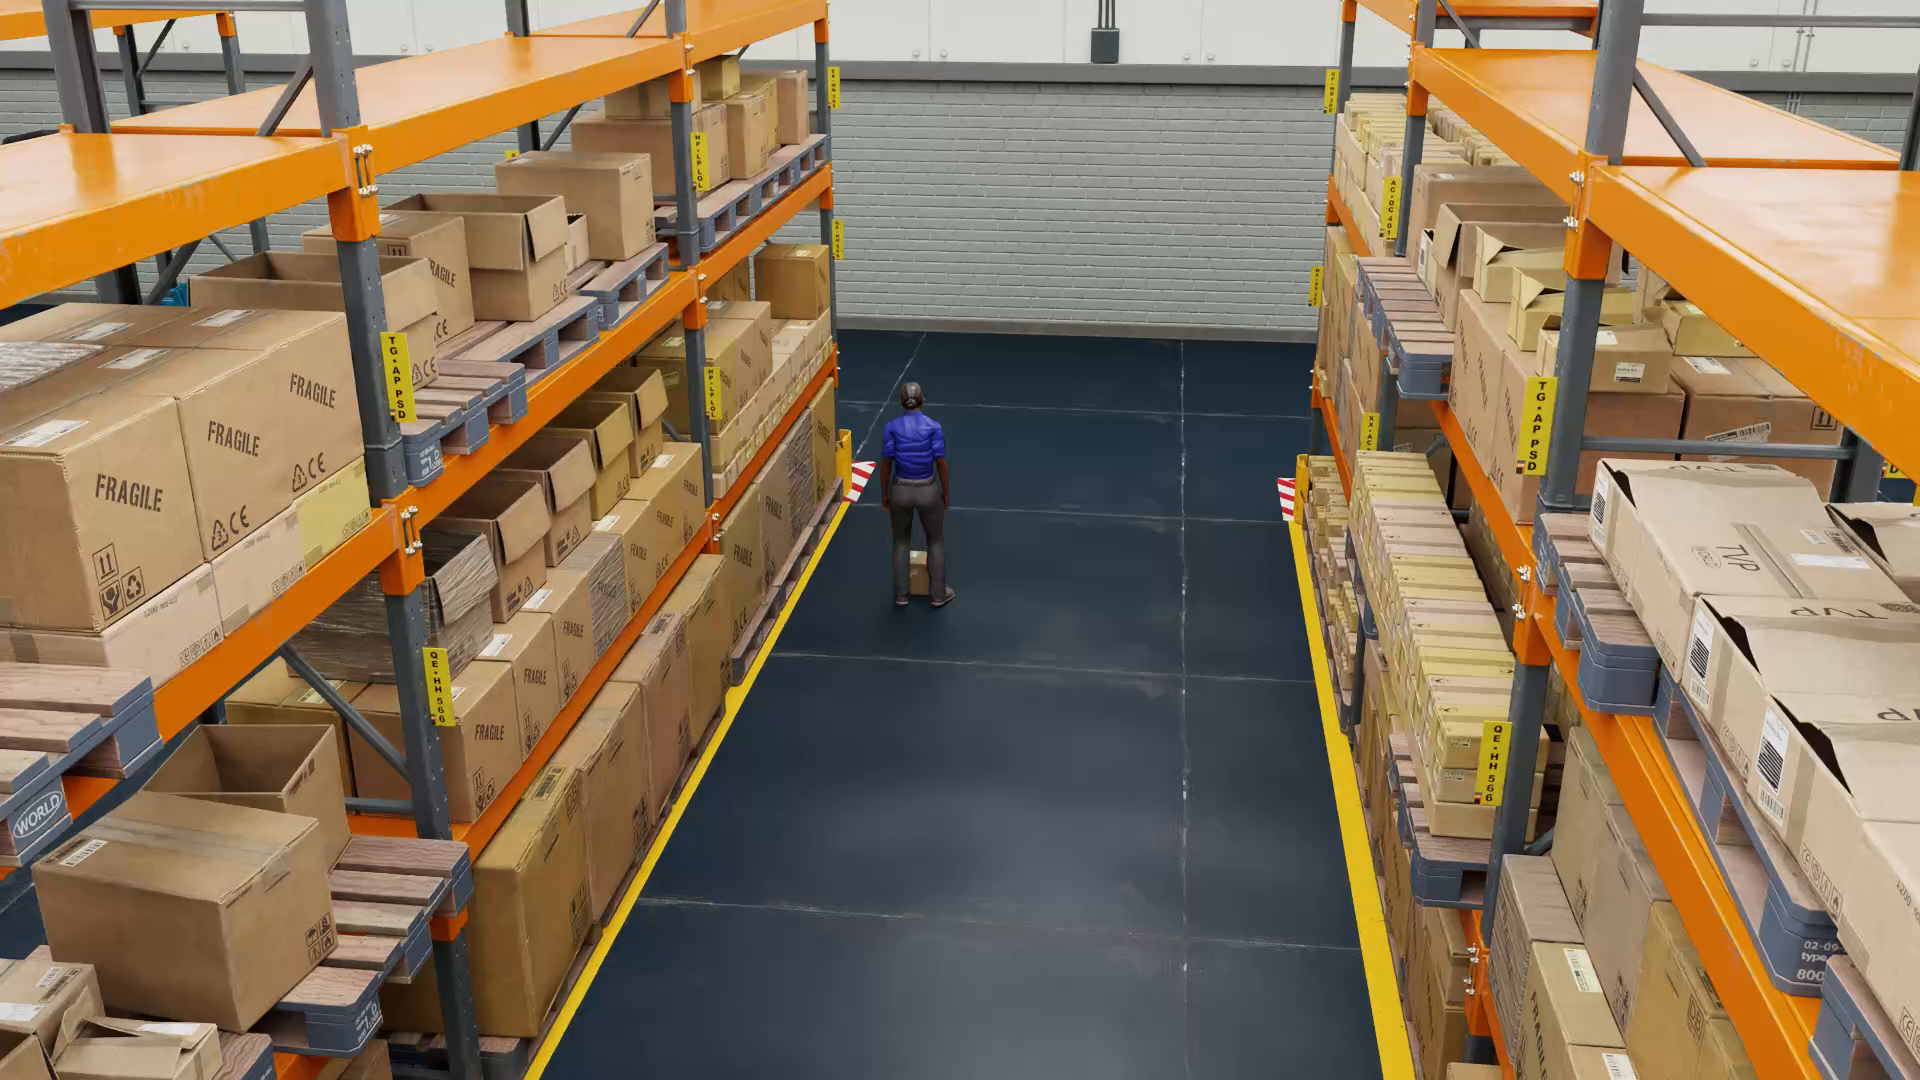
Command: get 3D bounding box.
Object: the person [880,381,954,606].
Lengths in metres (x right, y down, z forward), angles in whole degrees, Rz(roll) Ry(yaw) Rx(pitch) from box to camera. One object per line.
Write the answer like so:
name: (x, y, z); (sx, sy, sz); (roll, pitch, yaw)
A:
person: (-0.308, -0.320, 11.914); (0.521, 1.653, 0.349); (1, 21, 4)
